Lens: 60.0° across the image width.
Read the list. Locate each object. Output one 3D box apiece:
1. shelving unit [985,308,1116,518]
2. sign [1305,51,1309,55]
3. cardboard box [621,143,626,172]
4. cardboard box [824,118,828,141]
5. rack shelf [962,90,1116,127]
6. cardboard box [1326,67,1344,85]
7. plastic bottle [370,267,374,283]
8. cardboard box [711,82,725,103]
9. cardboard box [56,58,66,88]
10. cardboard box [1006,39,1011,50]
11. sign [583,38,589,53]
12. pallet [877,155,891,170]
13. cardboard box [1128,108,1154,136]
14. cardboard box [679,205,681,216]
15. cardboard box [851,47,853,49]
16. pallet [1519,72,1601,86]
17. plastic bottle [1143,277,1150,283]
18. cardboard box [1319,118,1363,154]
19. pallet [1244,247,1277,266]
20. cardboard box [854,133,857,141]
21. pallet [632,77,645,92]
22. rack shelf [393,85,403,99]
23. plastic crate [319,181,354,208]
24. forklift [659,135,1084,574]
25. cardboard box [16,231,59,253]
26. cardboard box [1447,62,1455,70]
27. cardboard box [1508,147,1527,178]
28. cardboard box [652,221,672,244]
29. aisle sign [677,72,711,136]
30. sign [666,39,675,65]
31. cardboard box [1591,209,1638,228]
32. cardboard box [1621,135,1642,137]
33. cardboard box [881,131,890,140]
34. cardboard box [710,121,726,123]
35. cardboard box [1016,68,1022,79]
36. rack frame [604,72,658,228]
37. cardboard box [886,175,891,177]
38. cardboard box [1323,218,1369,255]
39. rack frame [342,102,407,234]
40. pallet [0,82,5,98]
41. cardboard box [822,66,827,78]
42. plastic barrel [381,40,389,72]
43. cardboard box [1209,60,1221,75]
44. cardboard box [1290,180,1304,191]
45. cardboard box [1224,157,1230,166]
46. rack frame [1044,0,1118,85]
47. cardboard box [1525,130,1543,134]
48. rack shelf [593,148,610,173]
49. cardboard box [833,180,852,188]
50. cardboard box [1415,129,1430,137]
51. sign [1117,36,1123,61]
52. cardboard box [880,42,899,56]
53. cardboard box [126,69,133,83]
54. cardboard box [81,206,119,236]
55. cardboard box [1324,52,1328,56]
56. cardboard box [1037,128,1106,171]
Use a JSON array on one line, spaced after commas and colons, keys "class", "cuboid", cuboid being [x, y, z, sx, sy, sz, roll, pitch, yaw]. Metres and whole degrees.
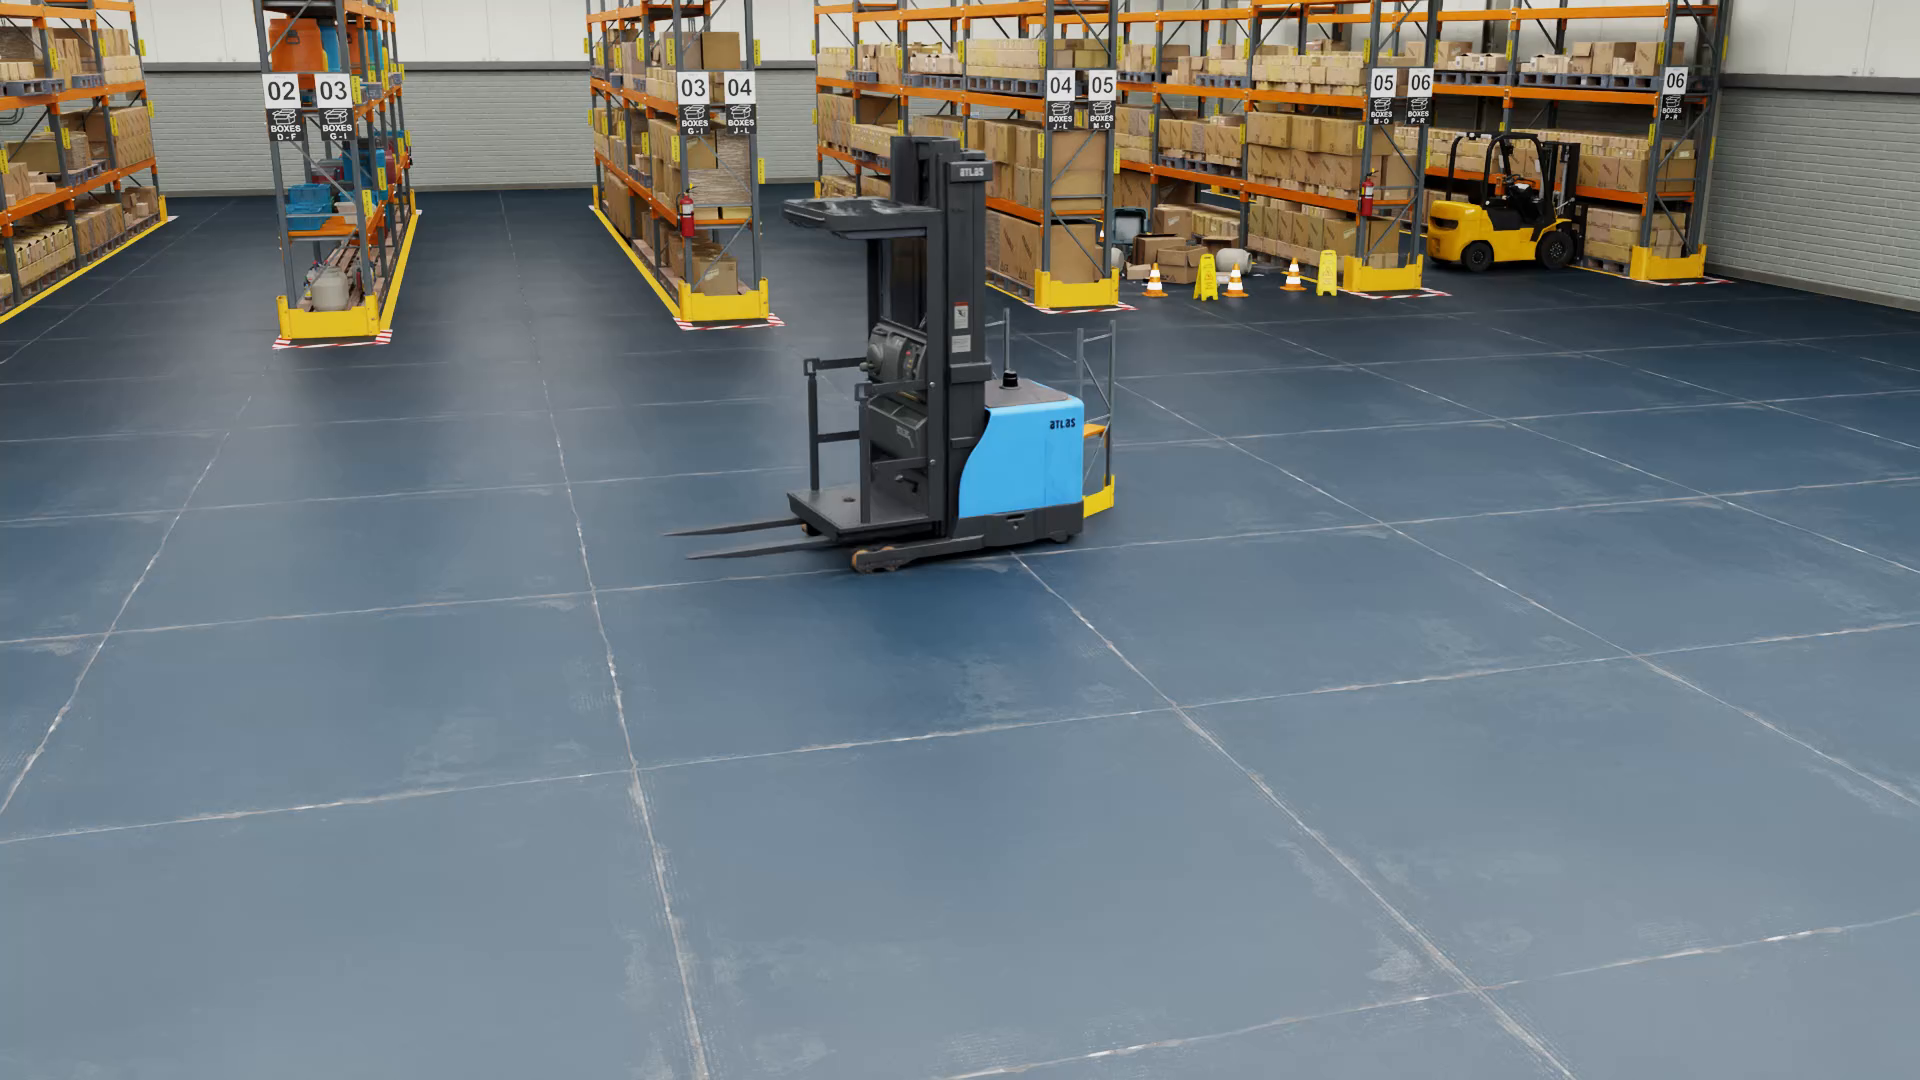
[{"class": "shelving unit", "cuboid": [0.636, -1.021, 13.245, 1.083, 1.500, 0.587, 12, 21, 35]}, {"class": "sign", "cuboid": [5.794, -8.034, 27.871, 0.100, 0.325, 0.005, -5, 17, -15]}, {"class": "cardboard box", "cuboid": [-5.859, -6.931, 30.138, 0.500, 0.500, 0.500, -5, 17, -16]}, {"class": "cardboard box", "cuboid": [-2.726, -9.103, 36.852, 0.500, 0.500, 0.500, -5, 17, -15]}, {"class": "rack shelf", "cuboid": [1.092, -6.424, 24.662, 1.077, 0.370, 4.000, -5, 17, -15]}, {"class": "cardboard box", "cuboid": [5.849, -6.966, 24.959, 0.500, 0.250, 0.500, -5, 17, -16]}, {"class": "plastic bottle", "cuboid": [-8.421, -3.774, 23.642, 0.144, 0.351, 0.185, -5, 17, -16]}, {"class": "cardboard box", "cuboid": [-3.039, -5.933, 22.037, 0.500, 0.250, 0.500, -4, 17, -14]}, {"class": "cardboard box", "cuboid": [-15.172, -7.589, 27.115, 0.910, 0.500, 0.500, -5, 17, -15]}, {"class": "cardboard box", "cuboid": [0.874, -7.144, 23.955, 0.380, 0.149, 0.250, -5, 17, -16]}, {"class": "sign", "cuboid": [-8.087, -10.692, 35.960, 0.100, 0.325, 0.005, -5, 17, -15]}, {"class": "pallet", "cuboid": [-0.855, -7.089, 31.171, 1.213, 0.211, 1.003, -5, 17, -15]}, {"class": "cardboard box", "cuboid": [3.632, -8.202, 32.630, 0.500, 0.500, 0.500, -4, 17, -14]}, {"class": "cardboard box", "cuboid": [-3.618, -4.491, 22.627, 0.380, 0.149, 0.250, -5, 17, -15]}, {"class": "cardboard box", "cuboid": [-2.005, -9.958, 33.875, 0.380, 0.149, 0.250, -6, 18, -18]}, {"class": "pallet", "cuboid": [10.305, -7.859, 28.340, 1.003, 0.211, 1.213, -5, 17, -15]}, {"class": "plastic bottle", "cuboid": [2.927, -4.026, 25.750, 0.133, 0.061, 0.283, -12, 20, -34]}, {"class": "cardboard box", "cuboid": [5.891, -6.132, 25.224, 0.700, 0.500, 0.500, -5, 17, -15]}, {"class": "pallet", "cuboid": [5.493, -4.786, 28.019, 1.003, 0.211, 1.213, -5, 17, -15]}, {"class": "cardboard box", "cuboid": [-1.917, -8.105, 33.409, 0.380, 0.149, 0.250, -5, 17, -16]}, {"class": "pallet", "cuboid": [-4.610, -7.334, 26.765, 1.213, 0.211, 1.003, -5, 17, -15]}, {"class": "rack shelf", "cuboid": [-11.765, -8.988, 33.196, 1.077, 0.370, 4.000, -5, 17, -15]}, {"class": "plastic crate", "cuboid": [-8.995, -4.945, 23.809, 0.767, 0.338, 0.504, -5, 17, -15]}, {"class": "forklift", "cuboid": [-0.633, -1.339, 11.816, 3.031, 2.935, 1.130, -8, 18, -24]}, {"class": "cardboard box", "cuboid": [-14.214, -4.590, 25.593, 0.500, 0.311, 0.500, -5, 17, -16]}, {"class": "cardboard box", "cuboid": [9.239, -8.757, 30.710, 0.380, 0.149, 0.250, -5, 17, -16]}, {"class": "cardboard box", "cuboid": [9.916, -6.603, 29.046, 0.500, 0.500, 0.500, -5, 17, -17]}, {"class": "cardboard box", "cuboid": [-4.670, -4.995, 27.446, 0.700, 0.500, 0.500, -6, 18, -20]}, {"class": "aisle sign", "cuboid": [-3.427, -5.619, 21.426, 0.394, 0.787, 0.004, -5, 17, -15]}, {"class": "sign", "cuboid": [-3.694, -6.237, 21.249, 0.100, 0.325, 0.005, -5, 17, -15]}, {"class": "cardboard box", "cuboid": [10.572, -5.199, 26.856, 0.500, 0.250, 0.500, -4, 17, -14]}, {"class": "cardboard box", "cuboid": [10.982, -6.490, 27.026, 0.380, 0.149, 0.250, -4, 17, -14]}, {"class": "cardboard box", "cuboid": [-1.271, -7.599, 31.209, 0.380, 0.149, 0.250, -4, 17, -14]}, {"class": "cardboard box", "cuboid": [-3.591, -5.811, 24.155, 0.500, 0.500, 0.500, -5, 17, -15]}, {"class": "cardboard box", "cuboid": [1.016, -6.620, 23.596, 0.380, 0.149, 0.250, -5, 17, -15]}, {"class": "rack frame", "cuboid": [-6.453, -7.734, 32.986, 1.000, 3.000, 0.127, -5, 17, -15]}, {"class": "cardboard box", "cuboid": [-1.208, -7.276, 33.770, 0.500, 0.250, 0.500, -5, 17, -17]}, {"class": "cardboard box", "cuboid": [5.902, -4.643, 25.440, 0.500, 0.500, 0.500, -5, 17, -15]}, {"class": "rack frame", "cuboid": [-11.215, -7.343, 31.682, 1.000, 3.000, 0.127, -5, 17, -15]}, {"class": "pallet", "cuboid": [-14.035, -6.327, 23.420, 0.805, 0.209, 1.217, -5, 18, -17]}, {"class": "cardboard box", "cuboid": [-2.737, -10.279, 36.505, 0.500, 0.250, 0.500, -4, 17, -13]}, {"class": "plastic barrel", "cuboid": [-10.769, -8.834, 30.376, 0.600, 0.588, 0.600, 0, 17, 0]}, {"class": "cardboard box", "cuboid": [4.701, -8.302, 29.194, 0.500, 0.250, 0.500, -4, 17, -15]}, {"class": "cardboard box", "cuboid": [5.491, -5.650, 26.484, 0.380, 0.149, 0.250, -5, 17, -15]}, {"class": "cardboard box", "cuboid": [4.812, -6.581, 28.852, 0.380, 0.149, 0.250, -5, 17, -17]}, {"class": "rack frame", "cuboid": [1.642, -7.652, 22.285, 1.000, 3.000, 0.127, -5, 17, -15]}, {"class": "cardboard box", "cuboid": [10.024, -7.024, 28.803, 0.380, 0.149, 0.250, -4, 17, -14]}, {"class": "rack shelf", "cuboid": [-7.003, -7.943, 34.931, 1.077, 0.370, 4.000, -5, 17, -15]}, {"class": "cardboard box", "cuboid": [-2.557, -7.791, 36.367, 0.380, 0.149, 0.250, -4, 17, -14]}, {"class": "cardboard box", "cuboid": [9.005, -7.838, 32.029, 0.380, 0.149, 0.250, -4, 17, -15]}, {"class": "sign", "cuboid": [2.177, -6.714, 22.720, 0.100, 0.325, 0.005, -5, 17, -15]}, {"class": "cardboard box", "cuboid": [-1.291, -9.289, 31.442, 0.396, 0.266, 0.258, -5, 17, -15]}, {"class": "cardboard box", "cuboid": [-16.407, -9.026, 32.332, 0.500, 0.250, 0.500, -5, 17, -15]}, {"class": "cardboard box", "cuboid": [-15.440, -5.714, 29.842, 0.500, 0.500, 0.500, -5, 17, -15]}, {"class": "cardboard box", "cuboid": [7.901, -10.225, 35.079, 0.380, 0.149, 0.250, -4, 17, -14]}, {"class": "cardboard box", "cuboid": [1.577, -5.474, 23.323, 0.875, 0.550, 0.550, -5, 17, -15]}]
